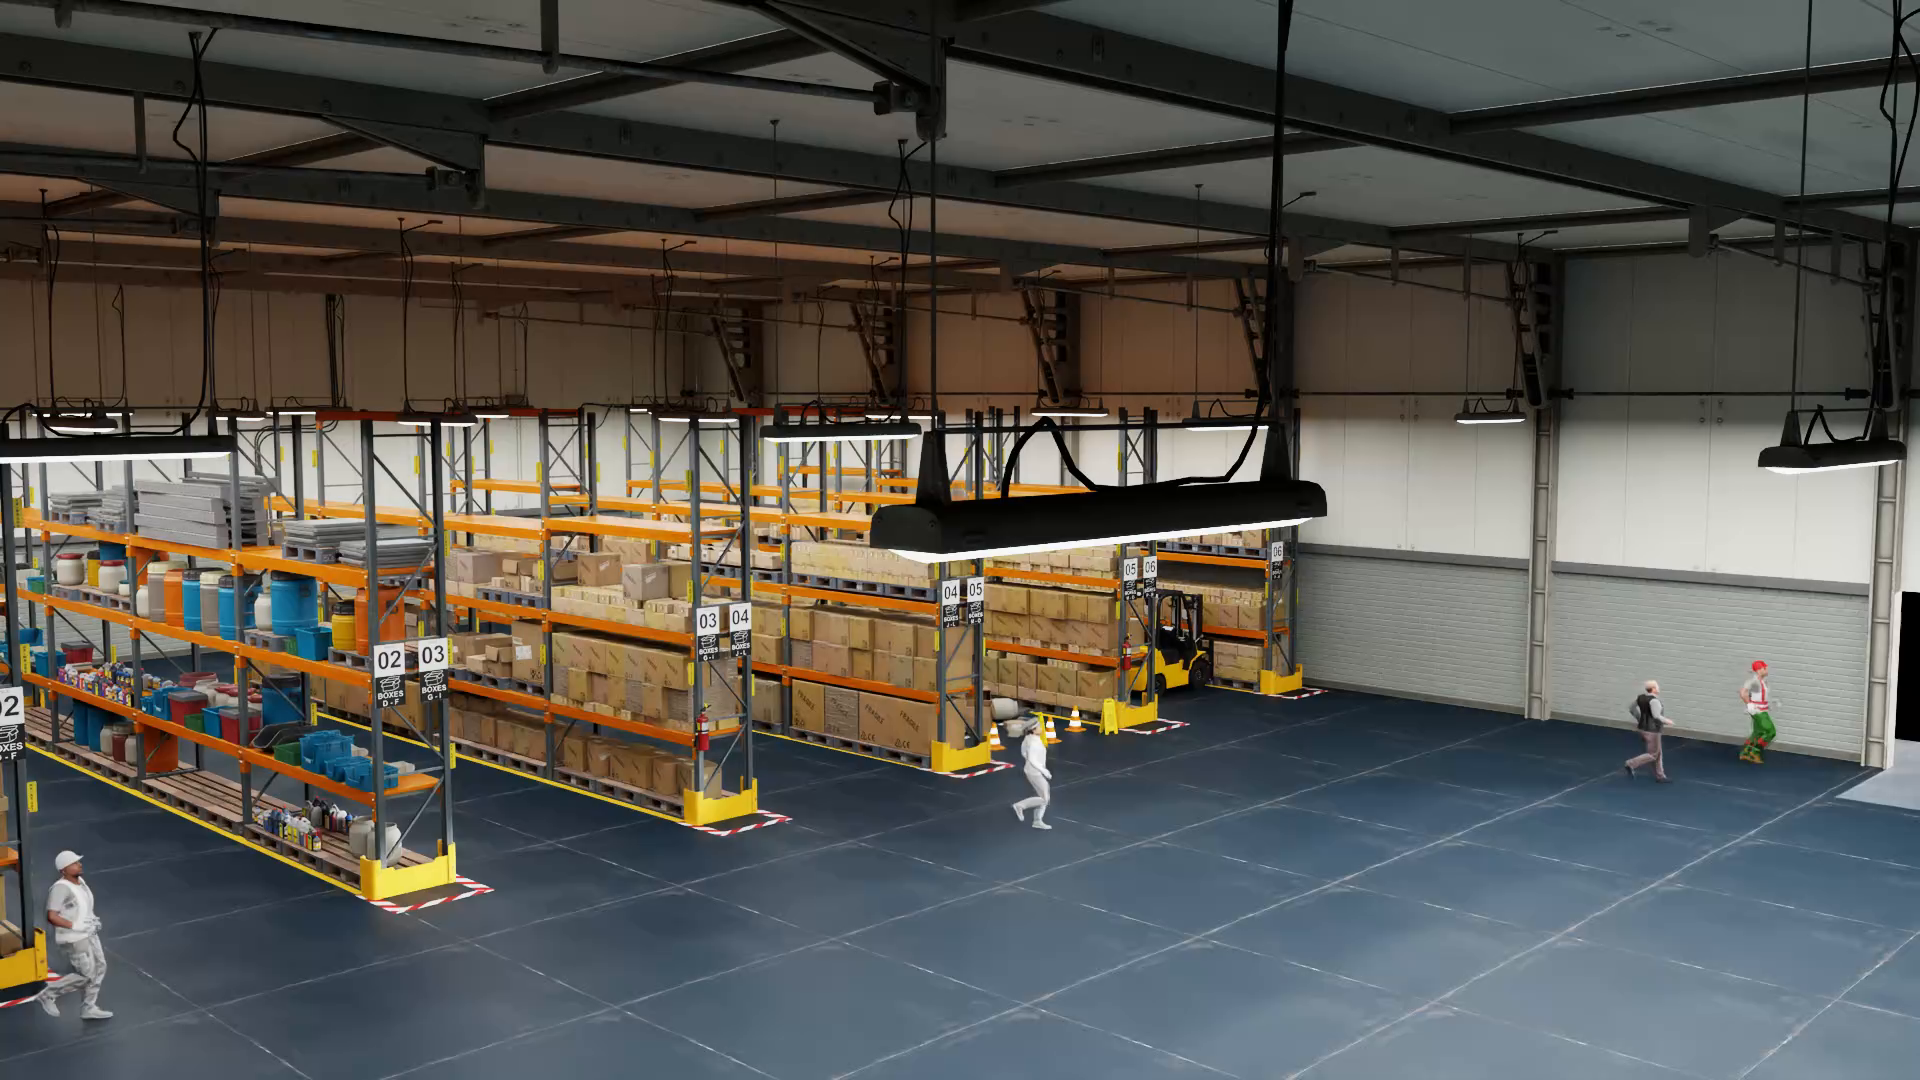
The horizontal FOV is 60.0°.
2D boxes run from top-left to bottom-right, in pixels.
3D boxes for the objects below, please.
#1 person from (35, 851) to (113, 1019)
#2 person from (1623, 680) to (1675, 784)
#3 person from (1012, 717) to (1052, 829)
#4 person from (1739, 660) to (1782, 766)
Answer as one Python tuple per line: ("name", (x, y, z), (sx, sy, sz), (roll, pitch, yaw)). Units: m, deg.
("person", (-8.928, 3.989, 16.712), (0.678, 1.758, 0.693), (-1, 5, -11))
("person", (11.122, 3.108, 26.832), (0.927, 1.707, 0.663), (-1, 5, -6))
("person", (1.034, 3.387, 24.113), (0.600, 1.656, 0.625), (-1, 5, -10))
("person", (13.643, 2.952, 28.348), (0.616, 1.794, 0.692), (4, 6, 35))
